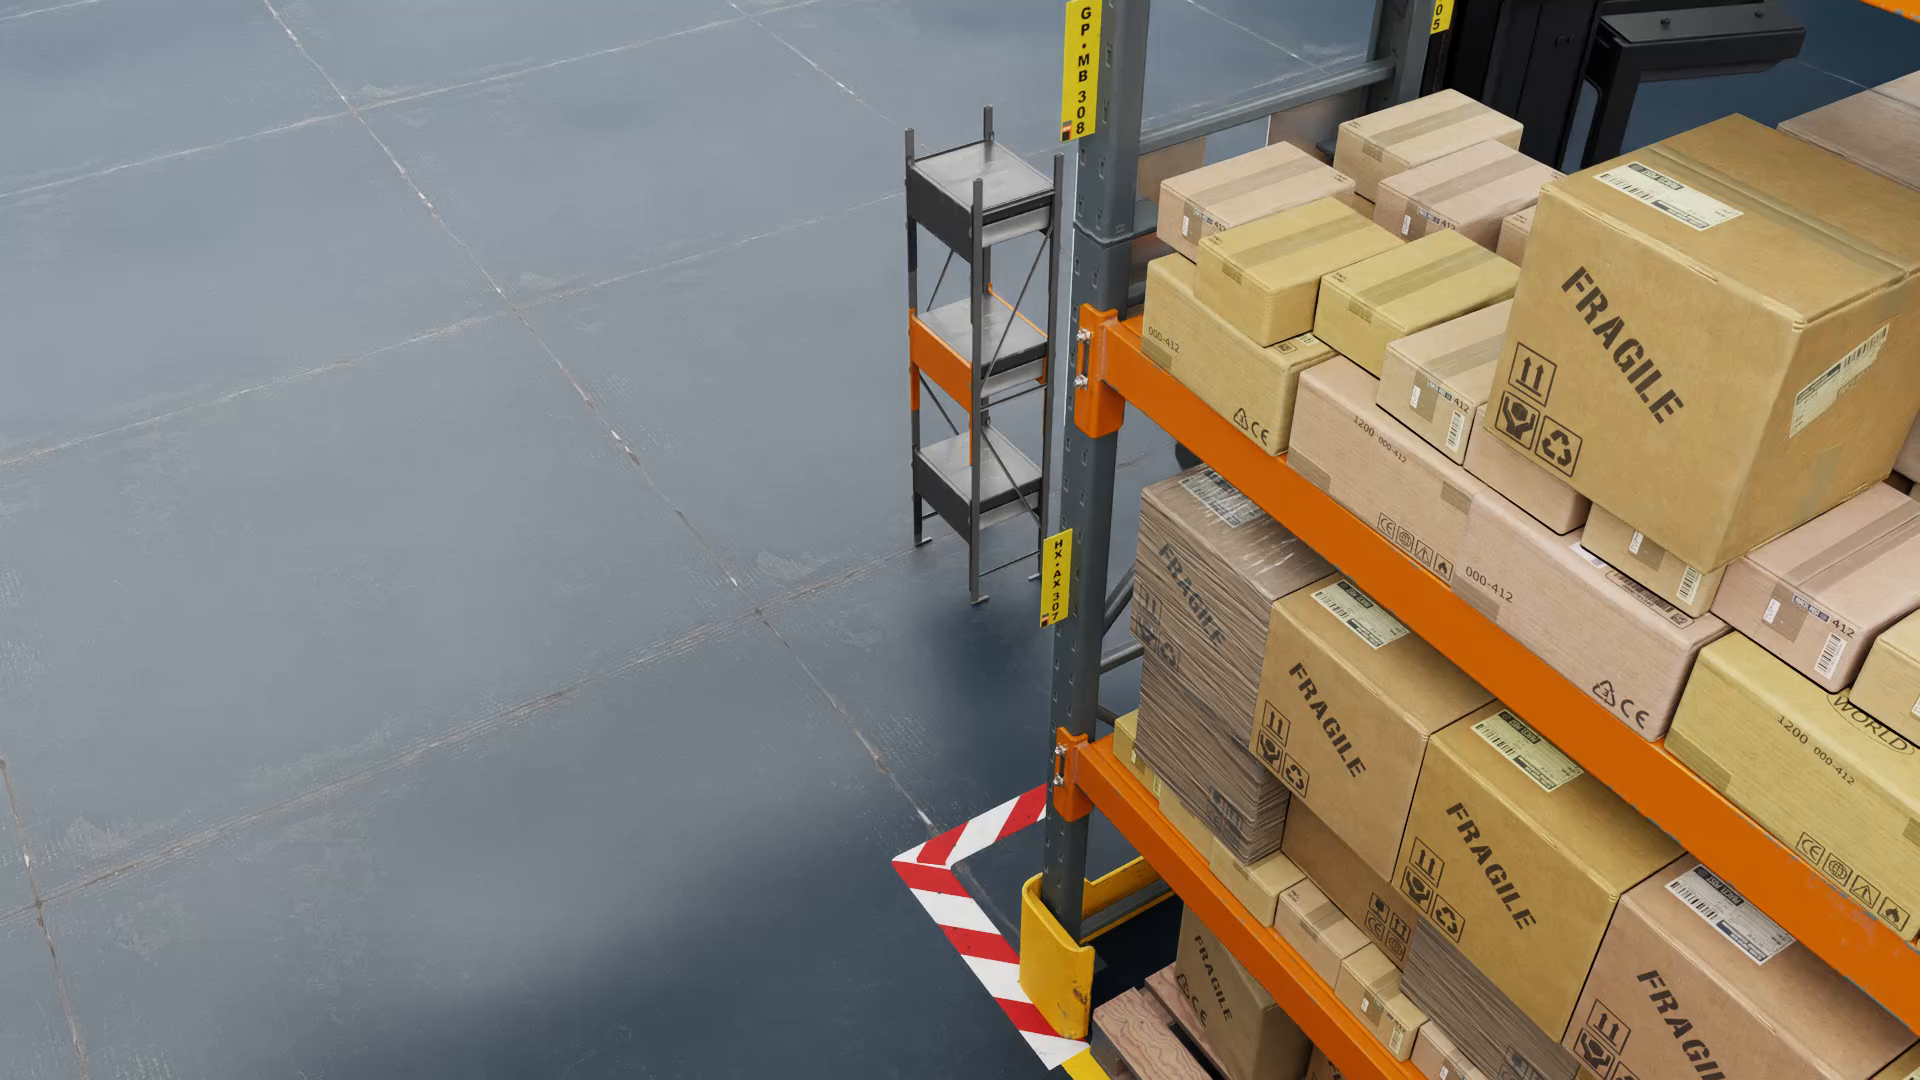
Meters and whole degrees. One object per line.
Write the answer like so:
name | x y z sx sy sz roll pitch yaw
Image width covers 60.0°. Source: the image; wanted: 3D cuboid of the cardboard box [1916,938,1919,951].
cardboard box | 1.864 0.604 2.517 0.500 0.250 0.500 -23 45 -25

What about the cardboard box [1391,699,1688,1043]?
cardboard box | 1.328 0.650 3.596 0.500 0.500 0.500 -22 45 -24

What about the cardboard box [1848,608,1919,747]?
cardboard box | 1.678 0.204 2.685 0.380 0.149 0.250 -24 45 -26

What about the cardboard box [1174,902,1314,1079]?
cardboard box | 1.051 1.396 5.416 0.500 0.500 0.500 -14 42 -17

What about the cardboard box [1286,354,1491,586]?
cardboard box | 1.053 -0.215 3.499 0.500 0.250 0.500 -23 45 -25

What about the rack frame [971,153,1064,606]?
rack frame | 0.220 -0.586 6.873 0.400 2.100 0.015 -22 45 -24

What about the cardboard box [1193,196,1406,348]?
cardboard box | 0.740 -0.592 3.640 0.380 0.149 0.250 -21 44 -23

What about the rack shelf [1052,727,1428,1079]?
rack shelf | 1.805 1.611 4.097 1.077 0.370 4.000 -22 45 -24

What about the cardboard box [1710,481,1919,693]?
cardboard box | 1.527 0.067 2.849 0.380 0.149 0.250 -23 45 -25

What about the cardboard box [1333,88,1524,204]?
cardboard box | 1.142 -0.951 4.071 0.380 0.149 0.250 -22 45 -24

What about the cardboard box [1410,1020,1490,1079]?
cardboard box | 1.359 1.259 4.152 0.380 0.149 0.250 -22 45 -24

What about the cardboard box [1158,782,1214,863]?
cardboard box | 0.800 0.729 4.789 0.380 0.149 0.250 -22 45 -24

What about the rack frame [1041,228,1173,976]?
rack frame | 0.729 0.255 5.162 1.000 3.000 0.127 -22 45 -24

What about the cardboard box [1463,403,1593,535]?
cardboard box | 1.194 -0.194 3.163 0.380 0.149 0.250 -22 45 -25

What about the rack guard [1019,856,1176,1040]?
rack guard | 0.770 1.256 5.913 1.175 0.500 0.348 -22 45 -24

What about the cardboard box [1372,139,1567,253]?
cardboard box | 1.183 -0.770 3.854 0.380 0.149 0.250 -24 45 -26

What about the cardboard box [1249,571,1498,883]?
cardboard box | 1.058 0.381 3.919 0.500 0.500 0.500 -22 45 -24

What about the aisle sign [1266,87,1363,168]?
aisle sign | 0.949 -0.881 4.494 0.394 0.787 0.004 -22 45 -24

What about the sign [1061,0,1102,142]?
sign | 0.272 -1.047 3.697 0.100 0.325 0.005 -22 45 -24

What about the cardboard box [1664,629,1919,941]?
cardboard box | 1.600 0.333 2.842 0.500 0.250 0.500 -21 44 -23

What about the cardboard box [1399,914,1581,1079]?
cardboard box | 1.604 0.922 4.051 0.875 0.500 0.500 -22 45 -24

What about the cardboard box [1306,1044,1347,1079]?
cardboard box | 1.401 1.707 5.043 0.500 0.500 0.500 -11 41 -13

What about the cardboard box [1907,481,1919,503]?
cardboard box | 1.943 -0.082 3.028 0.380 0.149 0.250 -25 46 -26

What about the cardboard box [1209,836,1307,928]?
cardboard box | 0.922 0.869 4.621 0.380 0.149 0.250 -22 45 -24

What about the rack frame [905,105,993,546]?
rack frame | -0.042 -0.849 7.189 0.400 2.100 0.015 -22 45 -24

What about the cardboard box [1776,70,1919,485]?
cardboard box | 1.776 -0.493 3.015 0.500 0.500 0.500 -22 45 -24

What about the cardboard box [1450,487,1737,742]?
cardboard box | 1.316 0.054 3.177 0.500 0.250 0.500 -22 45 -25

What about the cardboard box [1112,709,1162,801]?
cardboard box | 0.682 0.587 4.959 0.380 0.149 0.250 -22 45 -24

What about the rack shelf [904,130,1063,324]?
rack shelf | 0.089 -1.245 6.592 0.431 0.518 0.480 -22 45 -24

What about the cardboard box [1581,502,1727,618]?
cardboard box | 1.353 -0.051 2.991 0.380 0.149 0.250 -24 46 -26

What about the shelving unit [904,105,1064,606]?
shelving unit | 0.089 -0.717 7.031 0.431 2.100 0.503 -22 45 -24

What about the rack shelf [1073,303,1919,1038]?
rack shelf | 1.805 0.458 3.136 1.077 0.370 4.000 -22 45 -24

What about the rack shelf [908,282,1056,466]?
rack shelf | 0.089 -0.707 7.040 0.431 0.518 0.480 -22 45 -24

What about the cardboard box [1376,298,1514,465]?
cardboard box | 1.066 -0.326 3.322 0.380 0.149 0.250 -20 44 -23

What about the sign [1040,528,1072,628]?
sign | 0.272 0.109 4.660 0.100 0.325 0.005 -22 45 -24

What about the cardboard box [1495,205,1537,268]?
cardboard box | 1.422 -0.660 3.722 0.380 0.149 0.250 -24 46 -26

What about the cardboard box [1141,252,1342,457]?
cardboard box | 0.771 -0.491 3.831 0.500 0.250 0.500 -21 44 -23

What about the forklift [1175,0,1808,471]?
forklift | 2.629 -1.400 7.201 3.031 2.935 1.130 -7 40 -8

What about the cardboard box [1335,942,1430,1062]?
cardboard box | 1.202 1.134 4.303 0.380 0.149 0.250 -22 45 -24

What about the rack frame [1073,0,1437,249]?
rack frame | 0.729 -2.050 3.241 1.000 3.000 0.127 -22 45 -24

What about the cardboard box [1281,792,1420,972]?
cardboard box | 1.372 0.637 4.393 0.875 0.500 0.500 -22 45 -24

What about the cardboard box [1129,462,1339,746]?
cardboard box | 0.795 0.109 4.246 0.500 0.500 0.500 -22 45 -24

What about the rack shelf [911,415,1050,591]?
rack shelf | 0.089 -0.169 7.488 0.431 0.518 0.480 -22 45 -24

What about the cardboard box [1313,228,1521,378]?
cardboard box | 0.980 -0.498 3.527 0.380 0.149 0.250 -23 45 -25

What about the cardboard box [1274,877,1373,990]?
cardboard box | 1.074 0.997 4.468 0.380 0.149 0.250 -22 45 -24

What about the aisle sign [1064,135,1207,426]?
aisle sign | 0.443 -0.674 4.246 0.394 0.787 0.004 -22 45 -24

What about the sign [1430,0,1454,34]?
sign | 1.208 -1.418 4.134 0.100 0.325 0.005 -22 45 -24

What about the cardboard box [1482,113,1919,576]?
cardboard box | 1.300 -0.348 2.841 0.500 0.500 0.500 -22 45 -25

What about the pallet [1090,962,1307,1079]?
pallet | 1.177 1.818 5.464 1.003 0.211 1.213 -22 45 -24

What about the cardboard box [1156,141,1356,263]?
cardboard box | 0.683 -0.765 3.848 0.380 0.149 0.250 -23 45 -25

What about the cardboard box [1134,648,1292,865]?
cardboard box | 1.002 0.408 4.667 0.875 0.500 0.500 -22 45 -24

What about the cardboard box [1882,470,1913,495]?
cardboard box | 1.835 -0.246 3.225 0.380 0.149 0.250 -24 46 -26

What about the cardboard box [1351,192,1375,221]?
cardboard box | 1.203 -0.667 4.042 0.500 0.250 0.500 -21 44 -23

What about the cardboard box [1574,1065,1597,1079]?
cardboard box | 1.863 1.196 3.722 0.875 0.500 0.500 -22 45 -24

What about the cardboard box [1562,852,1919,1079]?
cardboard box | 1.602 0.918 3.274 0.500 0.500 0.500 -22 45 -24
